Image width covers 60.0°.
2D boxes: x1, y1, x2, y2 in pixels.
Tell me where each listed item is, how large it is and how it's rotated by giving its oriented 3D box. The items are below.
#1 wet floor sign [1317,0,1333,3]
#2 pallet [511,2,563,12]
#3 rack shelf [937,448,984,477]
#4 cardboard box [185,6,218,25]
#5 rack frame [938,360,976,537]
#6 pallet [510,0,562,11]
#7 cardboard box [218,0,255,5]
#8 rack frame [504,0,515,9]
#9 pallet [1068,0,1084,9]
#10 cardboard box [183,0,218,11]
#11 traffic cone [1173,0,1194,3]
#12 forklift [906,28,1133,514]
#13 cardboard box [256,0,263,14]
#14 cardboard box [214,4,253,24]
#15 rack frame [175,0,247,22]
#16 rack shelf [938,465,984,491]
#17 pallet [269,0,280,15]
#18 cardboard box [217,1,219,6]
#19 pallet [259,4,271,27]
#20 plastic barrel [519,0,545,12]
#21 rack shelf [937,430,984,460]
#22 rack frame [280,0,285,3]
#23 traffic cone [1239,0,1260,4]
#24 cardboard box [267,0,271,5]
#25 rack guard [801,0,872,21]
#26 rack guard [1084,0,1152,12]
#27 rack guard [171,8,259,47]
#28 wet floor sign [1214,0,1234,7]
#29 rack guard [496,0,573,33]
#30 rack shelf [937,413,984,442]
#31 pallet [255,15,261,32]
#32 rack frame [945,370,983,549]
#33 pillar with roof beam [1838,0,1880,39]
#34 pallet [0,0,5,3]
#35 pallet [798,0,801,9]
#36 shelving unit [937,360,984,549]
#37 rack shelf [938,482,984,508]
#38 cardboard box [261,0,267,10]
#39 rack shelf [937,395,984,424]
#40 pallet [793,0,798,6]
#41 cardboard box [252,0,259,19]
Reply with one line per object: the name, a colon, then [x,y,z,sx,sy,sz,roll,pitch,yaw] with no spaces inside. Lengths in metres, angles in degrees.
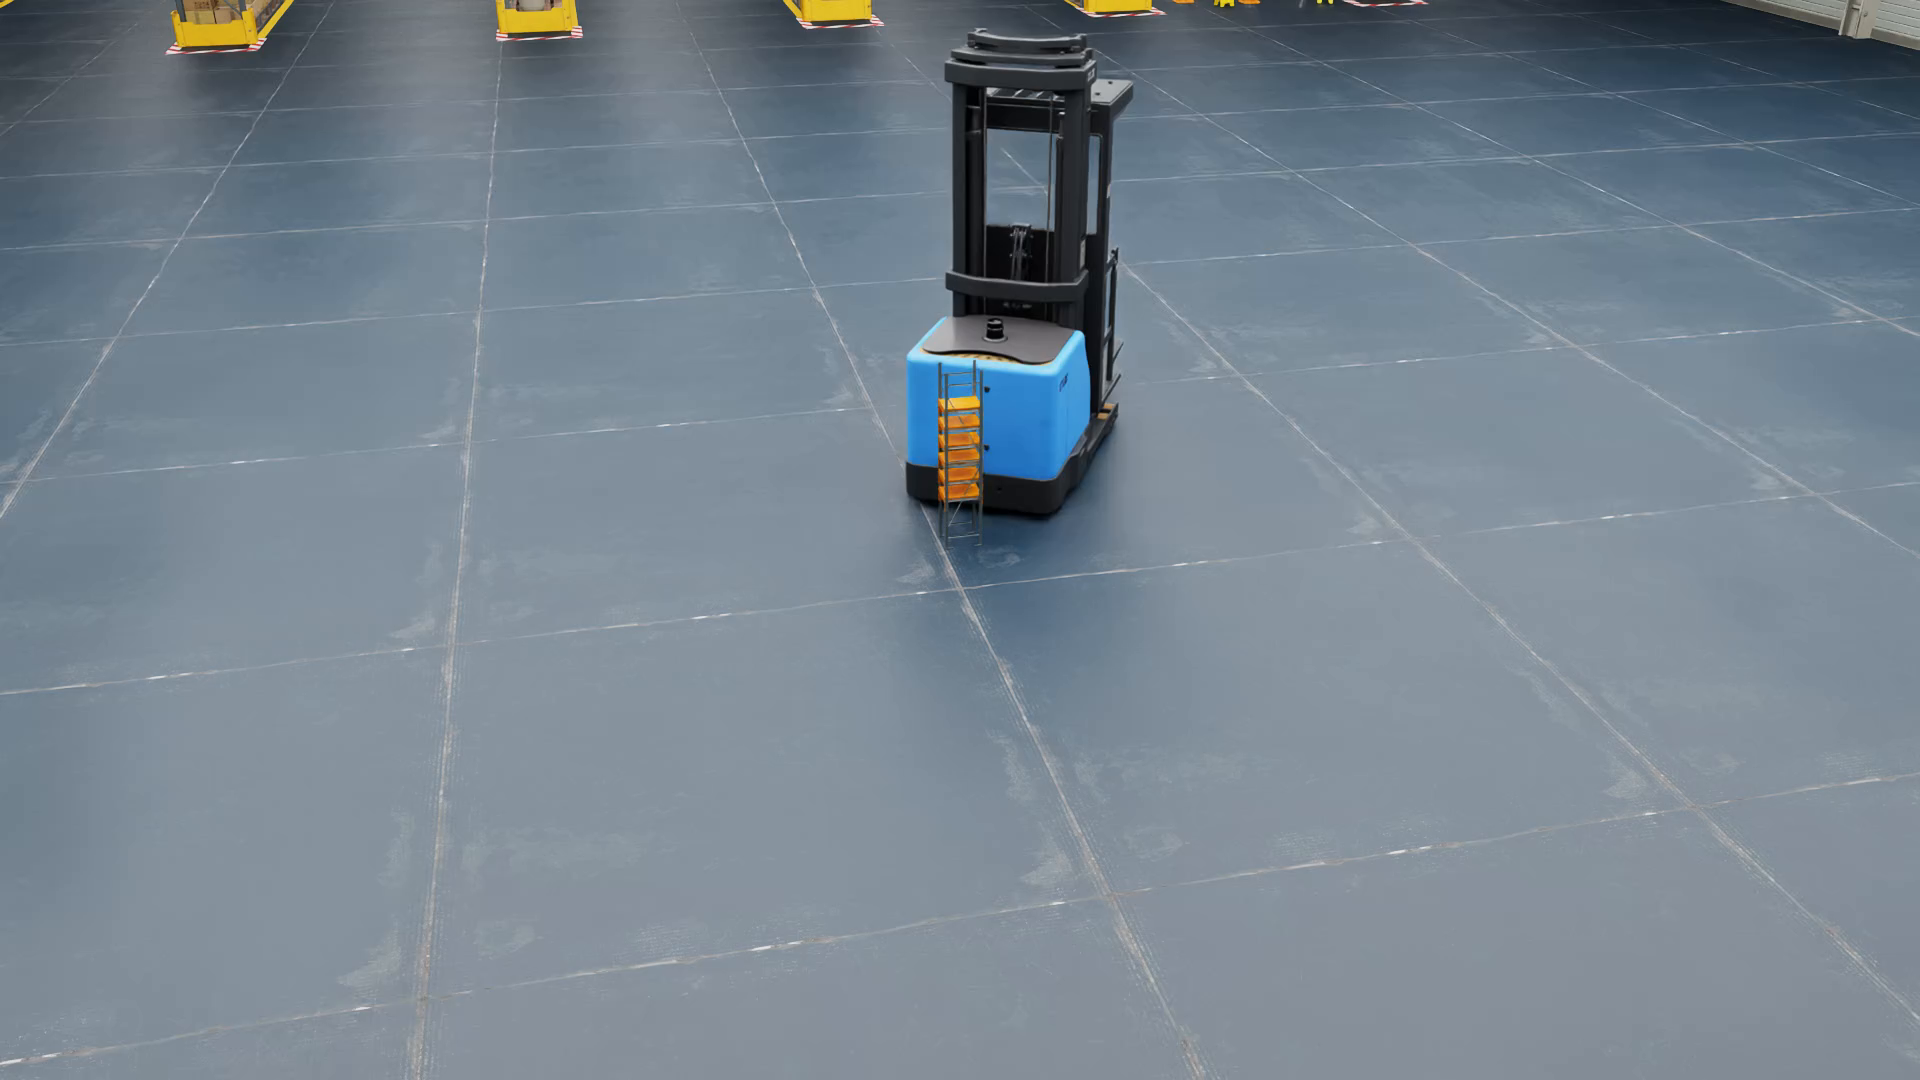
wet floor sign: [6.565,-9.976,29.798,0.267,0.644,0.232,3,27,6]
pallet: [-7.157,-8.850,28.050,1.003,0.211,1.213,-6,27,-12]
rack shelf: [0.003,-0.490,10.487,0.258,0.103,0.180,-6,27,-12]
cardboard box: [-12.152,-8.374,26.596,0.500,0.250,0.500,-6,27,-12]
rack frame: [-0.017,-0.569,10.547,0.240,1.200,0.006,-6,27,-12]
pallet: [-7.428,-9.385,29.110,1.003,0.211,1.213,-6,27,-12]
cardboard box: [-11.761,-8.980,26.966,0.500,0.500,0.500,-6,27,-12]
rack frame: [-6.916,-9.710,26.658,1.000,3.000,0.127,-6,27,-12]
pallet: [2.508,-9.770,29.872,1.003,0.211,1.213,-6,27,-12]
cardboard box: [-12.154,-8.708,26.427,0.500,0.500,0.500,-6,27,-12]
traffic cone: [4.028,-9.917,29.884,0.336,0.463,0.334,-6,27,-12]
forklift: [0.555,-2.126,11.709,1.130,2.935,3.031,8,28,15]
cardboard box: [-11.875,-8.865,27.570,0.500,0.250,0.500,-6,27,-12]
cardboard box: [-11.647,-8.426,26.701,0.500,0.250,0.500,-6,27,-12]
rack frame: [-11.743,-9.208,25.665,1.000,3.000,0.127,-6,27,-12]
rack shelf: [0.003,-0.382,10.541,0.258,0.103,0.180,-6,27,-12]
pallet: [-12.506,-9.366,29.072,1.003,0.211,1.213,-6,27,-12]
cardboard box: [-12.276,-8.592,27.029,0.500,0.250,0.500,-6,27,-12]
pallet: [-12.227,-8.829,28.009,1.003,0.211,1.213,-6,27,-12]
plastic barrel: [-7.139,-9.068,27.681,0.421,0.512,0.421,0,27,0]
rack shelf: [0.003,-0.597,10.433,0.258,0.103,0.180,-6,27,-12]
rack frame: [-12.644,-10.964,29.144,1.000,3.000,0.127,-6,27,-12]
traffic cone: [5.206,-9.882,29.815,0.336,0.463,0.334,-6,27,-12]
cardboard box: [-12.097,-9.304,28.440,0.500,0.250,0.500,-6,27,-12]
rack guard: [-2.108,-9.130,28.284,1.175,0.500,0.348,-6,27,-12]
rack guard: [2.770,-9.545,29.107,1.175,0.500,0.348,-6,27,-12]
rack guard: [-11.737,-8.082,26.207,1.175,0.500,0.348,-6,27,-12]
wet floor sign: [4.700,-9.809,29.468,0.267,0.644,0.232,-11,29,-20]
rack guard: [-6.979,-8.622,27.278,1.175,0.500,0.348,-6,27,-12]
rack shelf: [0.003,-0.704,10.379,0.258,0.103,0.180,-6,27,-12]
pallet: [-11.956,-8.295,26.950,1.003,0.211,1.213,-6,27,-12]
rack frame: [0.024,-0.489,10.387,0.240,1.200,0.006,-6,27,-12]
pillar with roof beam: [10.279,-11.729,24.000,9.100,9.000,0.400,-6,27,-12]
pallet: [-17.647,-9.556,29.449,1.003,0.211,1.213,-6,27,-12]
pallet: [-2.256,-9.361,29.062,1.003,0.211,1.213,-6,27,-12]
shelving unit: [0.003,-0.529,10.467,0.258,1.200,0.189,-6,27,-12]
rack shelf: [0.003,-0.275,10.595,0.258,0.103,0.180,-6,27,-12]
cardboard box: [-11.983,-9.085,28.006,0.500,0.250,0.500,-6,27,-12]
rack shelf: [0.003,-0.811,10.325,0.258,0.103,0.180,-6,27,-12]
pallet: [-2.528,-9.896,30.121,1.003,0.211,1.213,-6,27,-12]
cardboard box: [-11.763,-8.645,27.135,0.500,0.250,0.500,-6,27,-12]
